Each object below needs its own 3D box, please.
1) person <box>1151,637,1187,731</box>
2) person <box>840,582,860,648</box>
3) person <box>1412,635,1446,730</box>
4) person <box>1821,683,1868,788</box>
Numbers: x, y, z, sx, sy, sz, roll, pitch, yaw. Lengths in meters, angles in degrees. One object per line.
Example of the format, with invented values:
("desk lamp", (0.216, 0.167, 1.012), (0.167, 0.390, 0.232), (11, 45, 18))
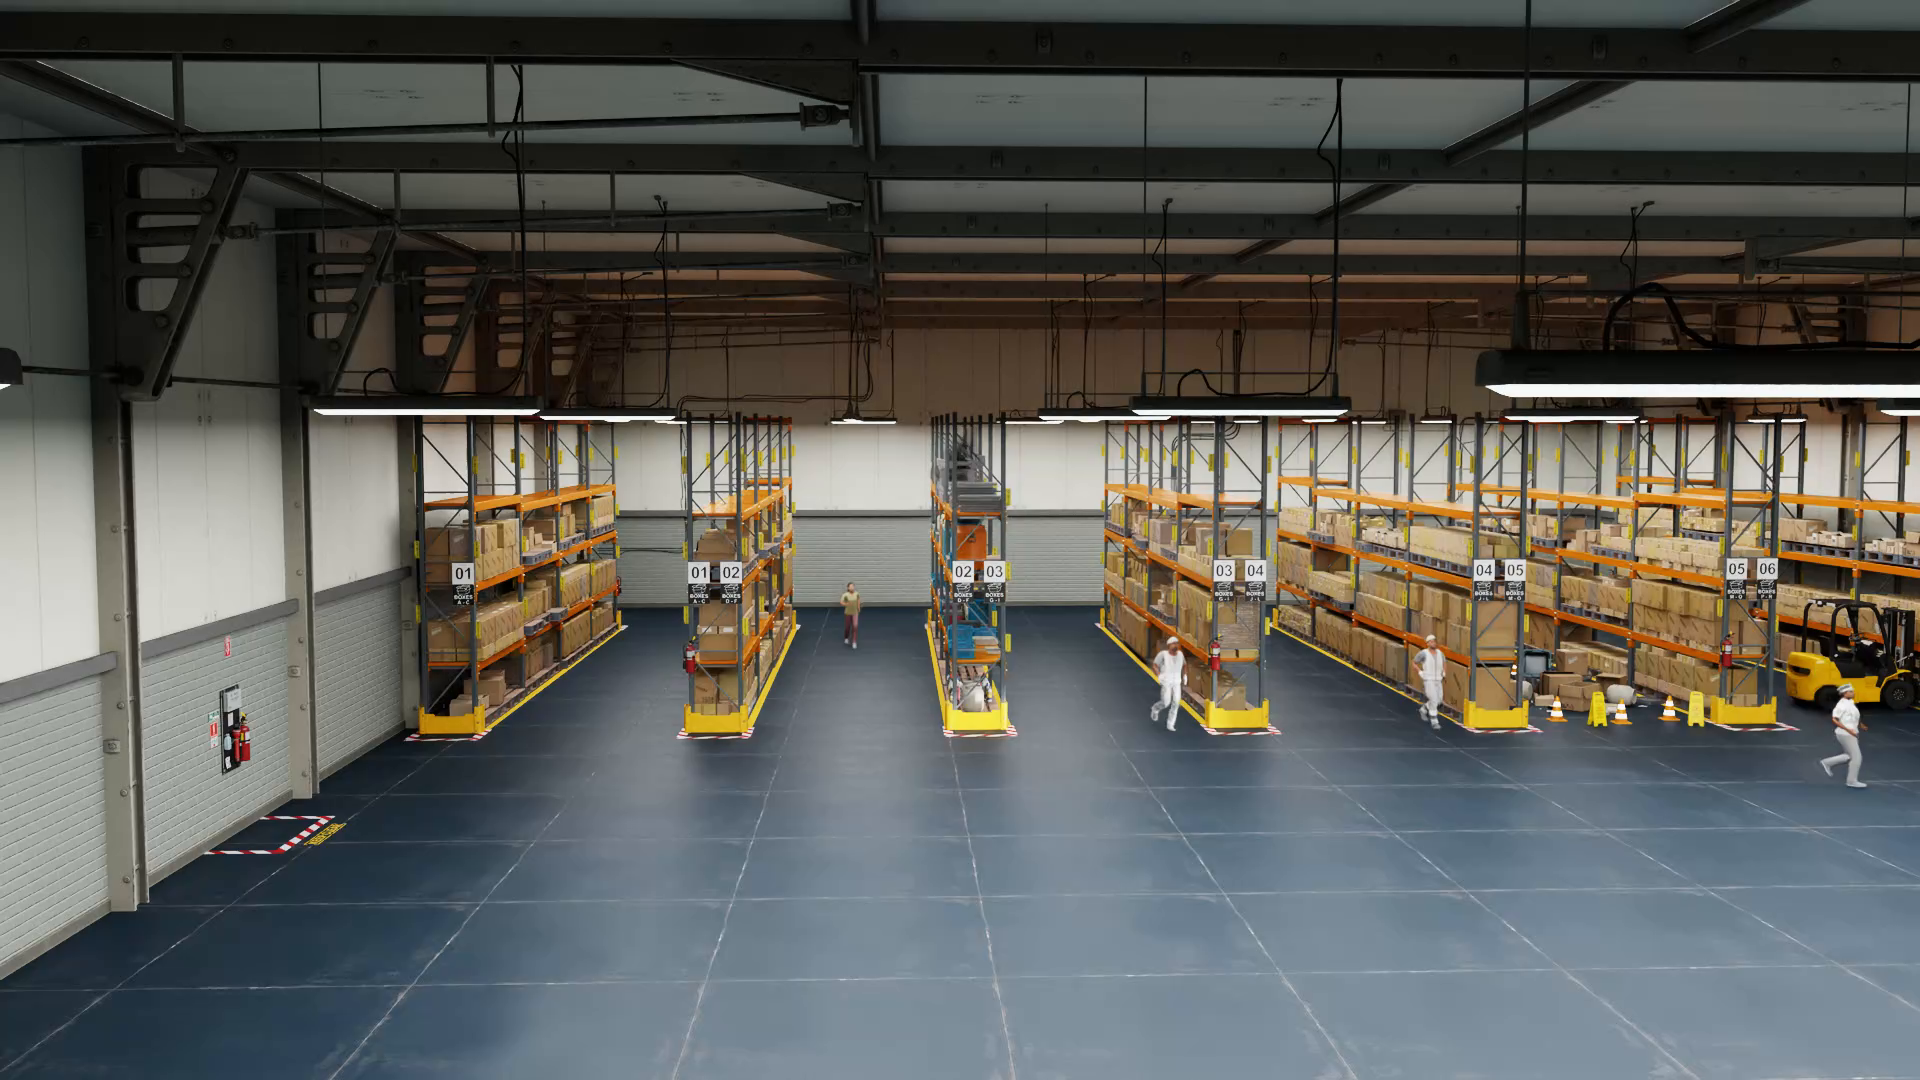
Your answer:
("person", (4.002, 2.721, 31.664), (0.722, 1.781, 0.695), (-1, 4, -21))
("person", (-2.837, 1.927, 43.136), (0.570, 1.655, 0.968), (-1, 4, -16))
("person", (9.012, 2.702, 31.774), (0.677, 1.782, 0.762), (-1, 4, -20))
("person", (14.101, 3.087, 26.521), (0.701, 1.655, 0.581), (4, 5, 43))
